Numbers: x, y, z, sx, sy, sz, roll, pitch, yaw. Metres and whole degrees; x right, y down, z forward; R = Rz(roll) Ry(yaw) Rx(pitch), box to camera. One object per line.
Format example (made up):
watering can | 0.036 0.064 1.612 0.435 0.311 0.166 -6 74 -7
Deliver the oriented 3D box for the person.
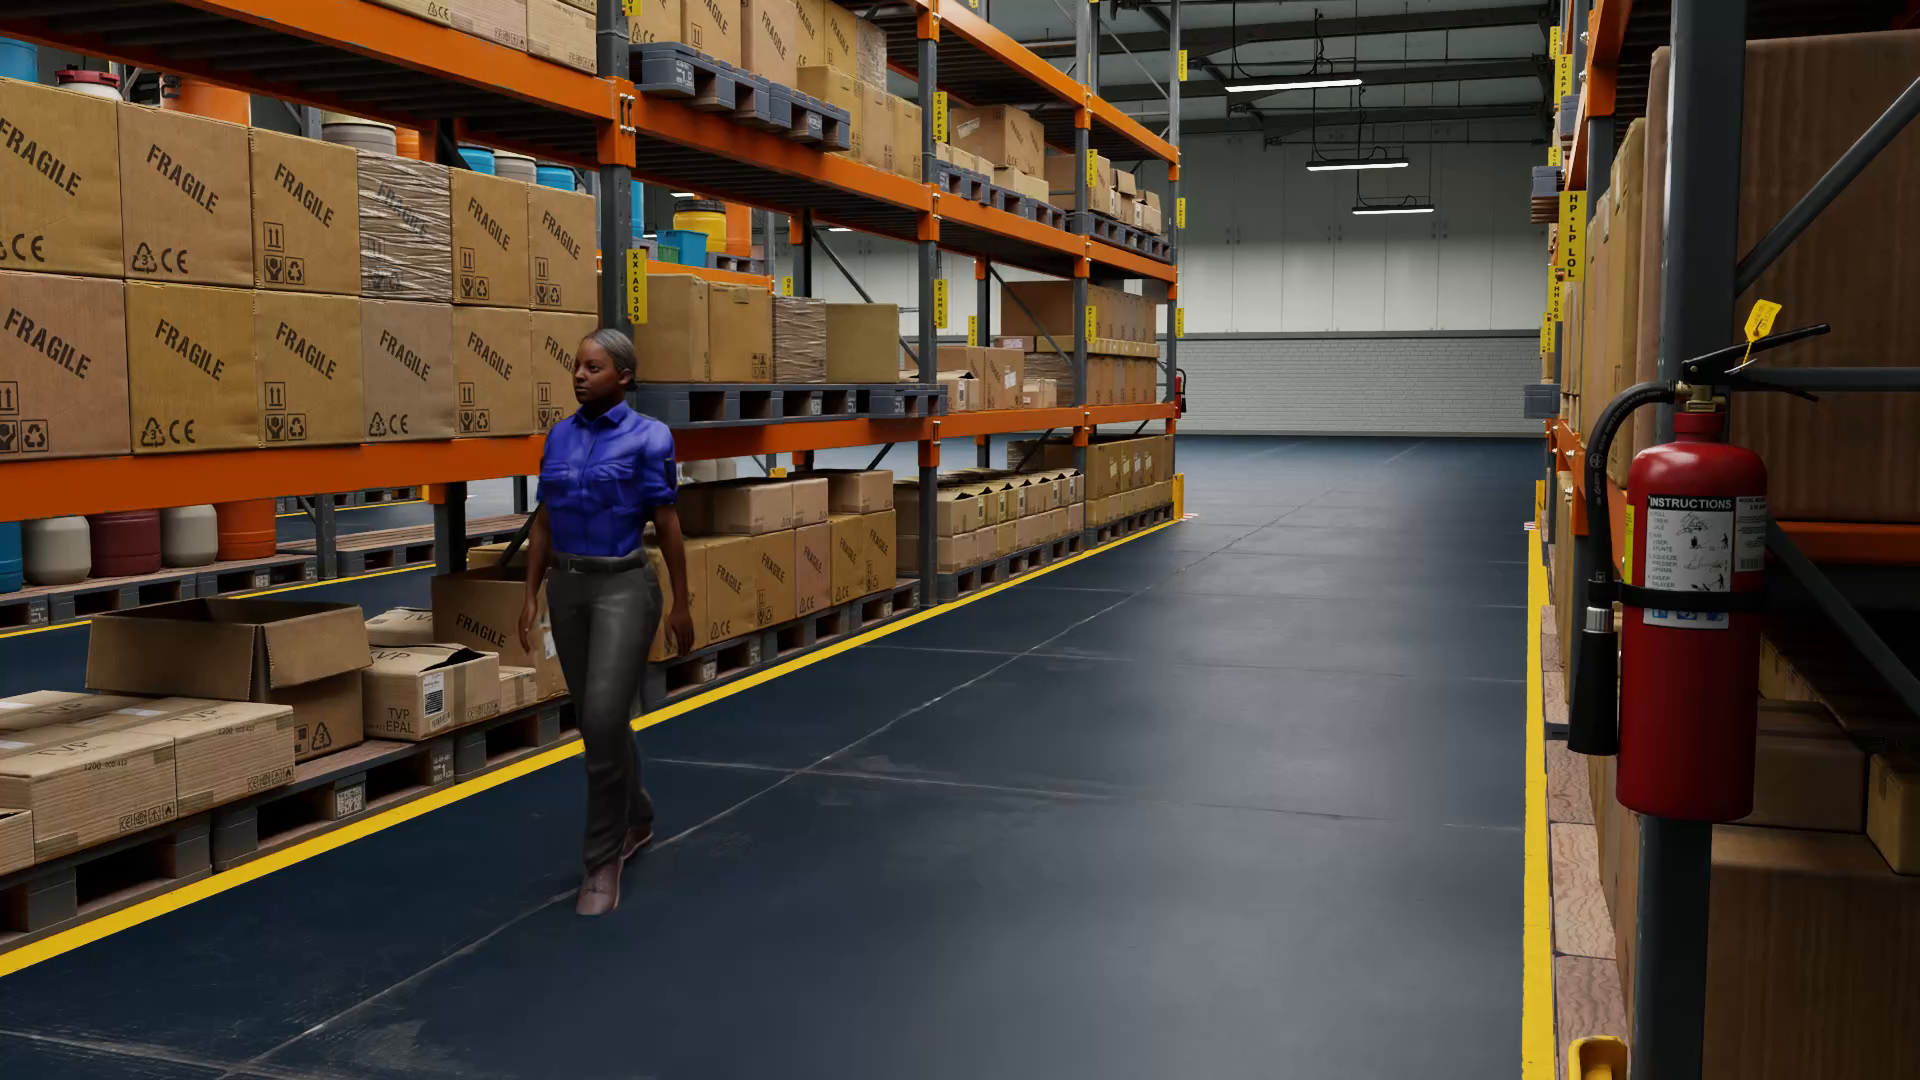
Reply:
person | -1.070 0.148 5.005 0.485 1.558 0.530 2 6 24
